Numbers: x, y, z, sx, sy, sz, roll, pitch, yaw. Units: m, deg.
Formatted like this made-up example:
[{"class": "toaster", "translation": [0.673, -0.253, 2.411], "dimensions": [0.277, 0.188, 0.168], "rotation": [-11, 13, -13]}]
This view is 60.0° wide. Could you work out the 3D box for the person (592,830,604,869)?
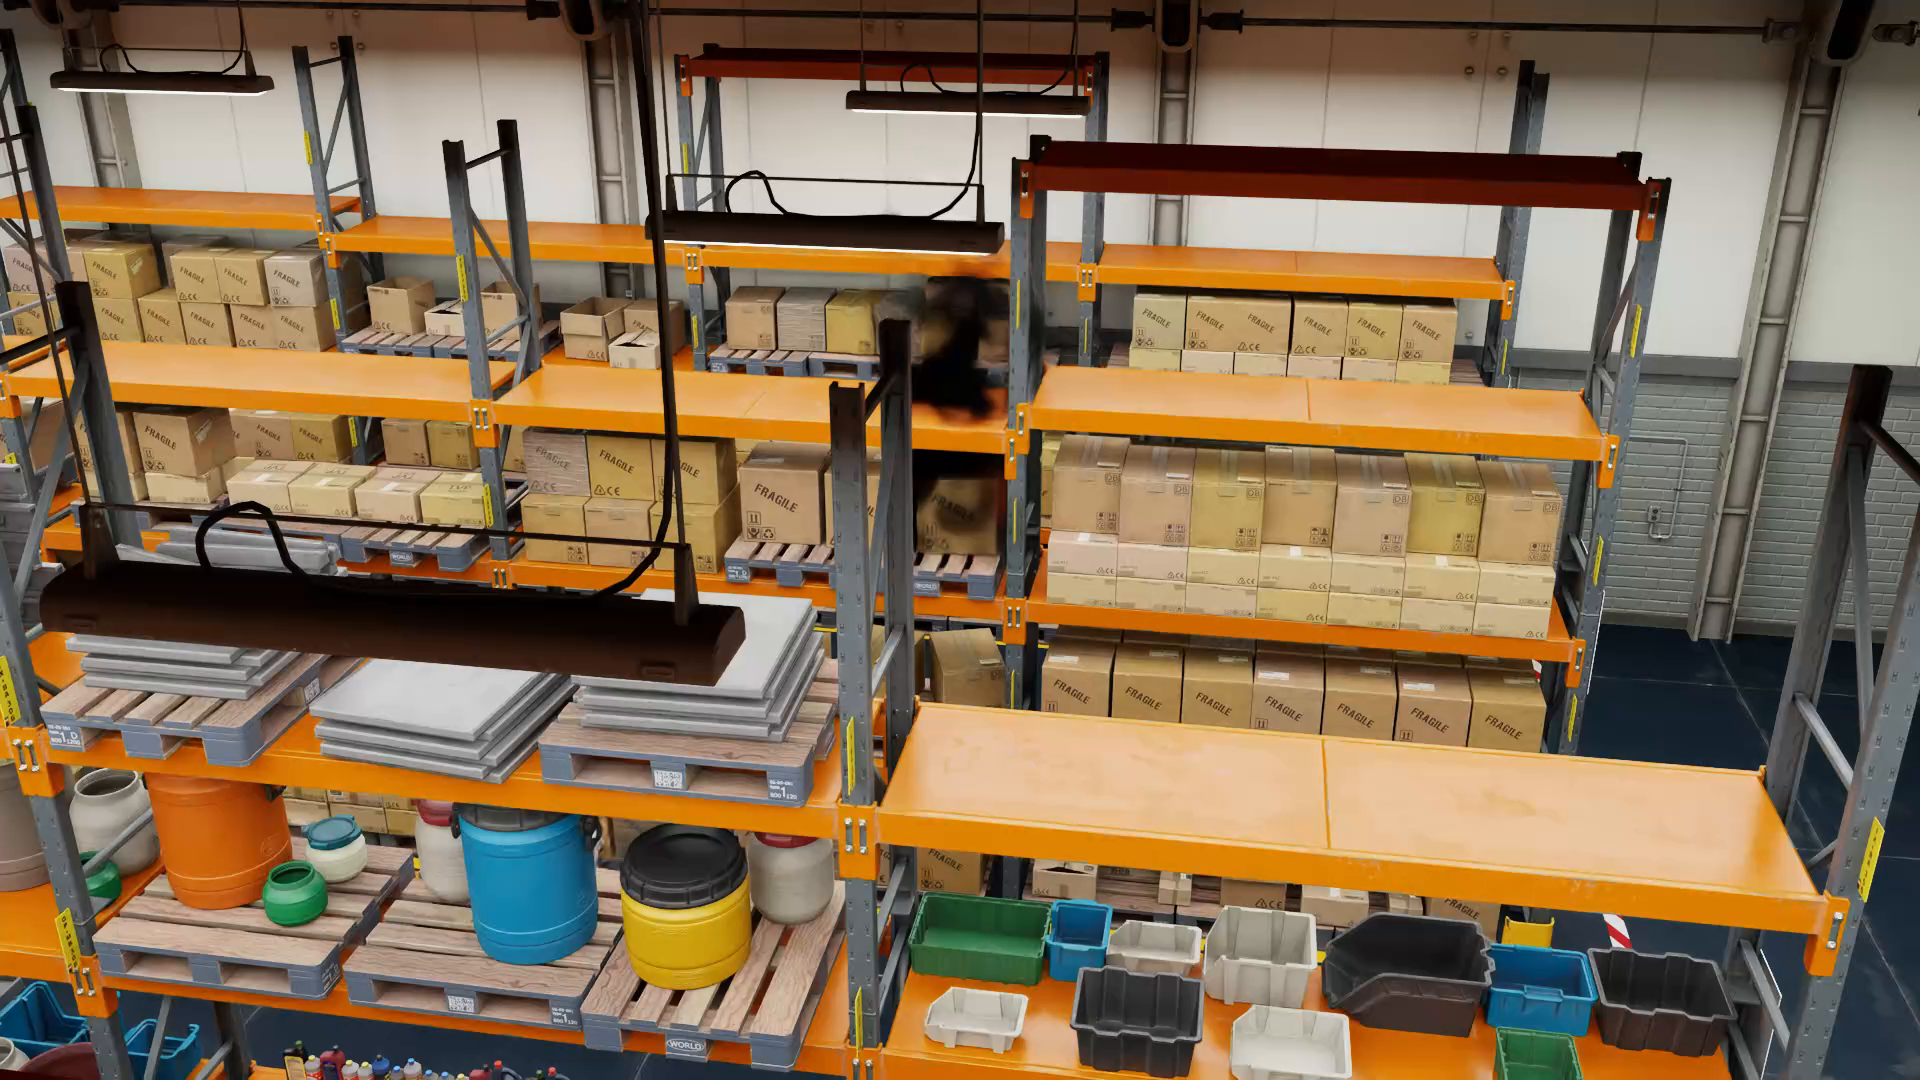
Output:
[{"class": "person", "translation": [-2.665, 2.485, 11.646], "dimensions": [0.536, 1.663, 0.573], "rotation": [1, 23, 3]}]
